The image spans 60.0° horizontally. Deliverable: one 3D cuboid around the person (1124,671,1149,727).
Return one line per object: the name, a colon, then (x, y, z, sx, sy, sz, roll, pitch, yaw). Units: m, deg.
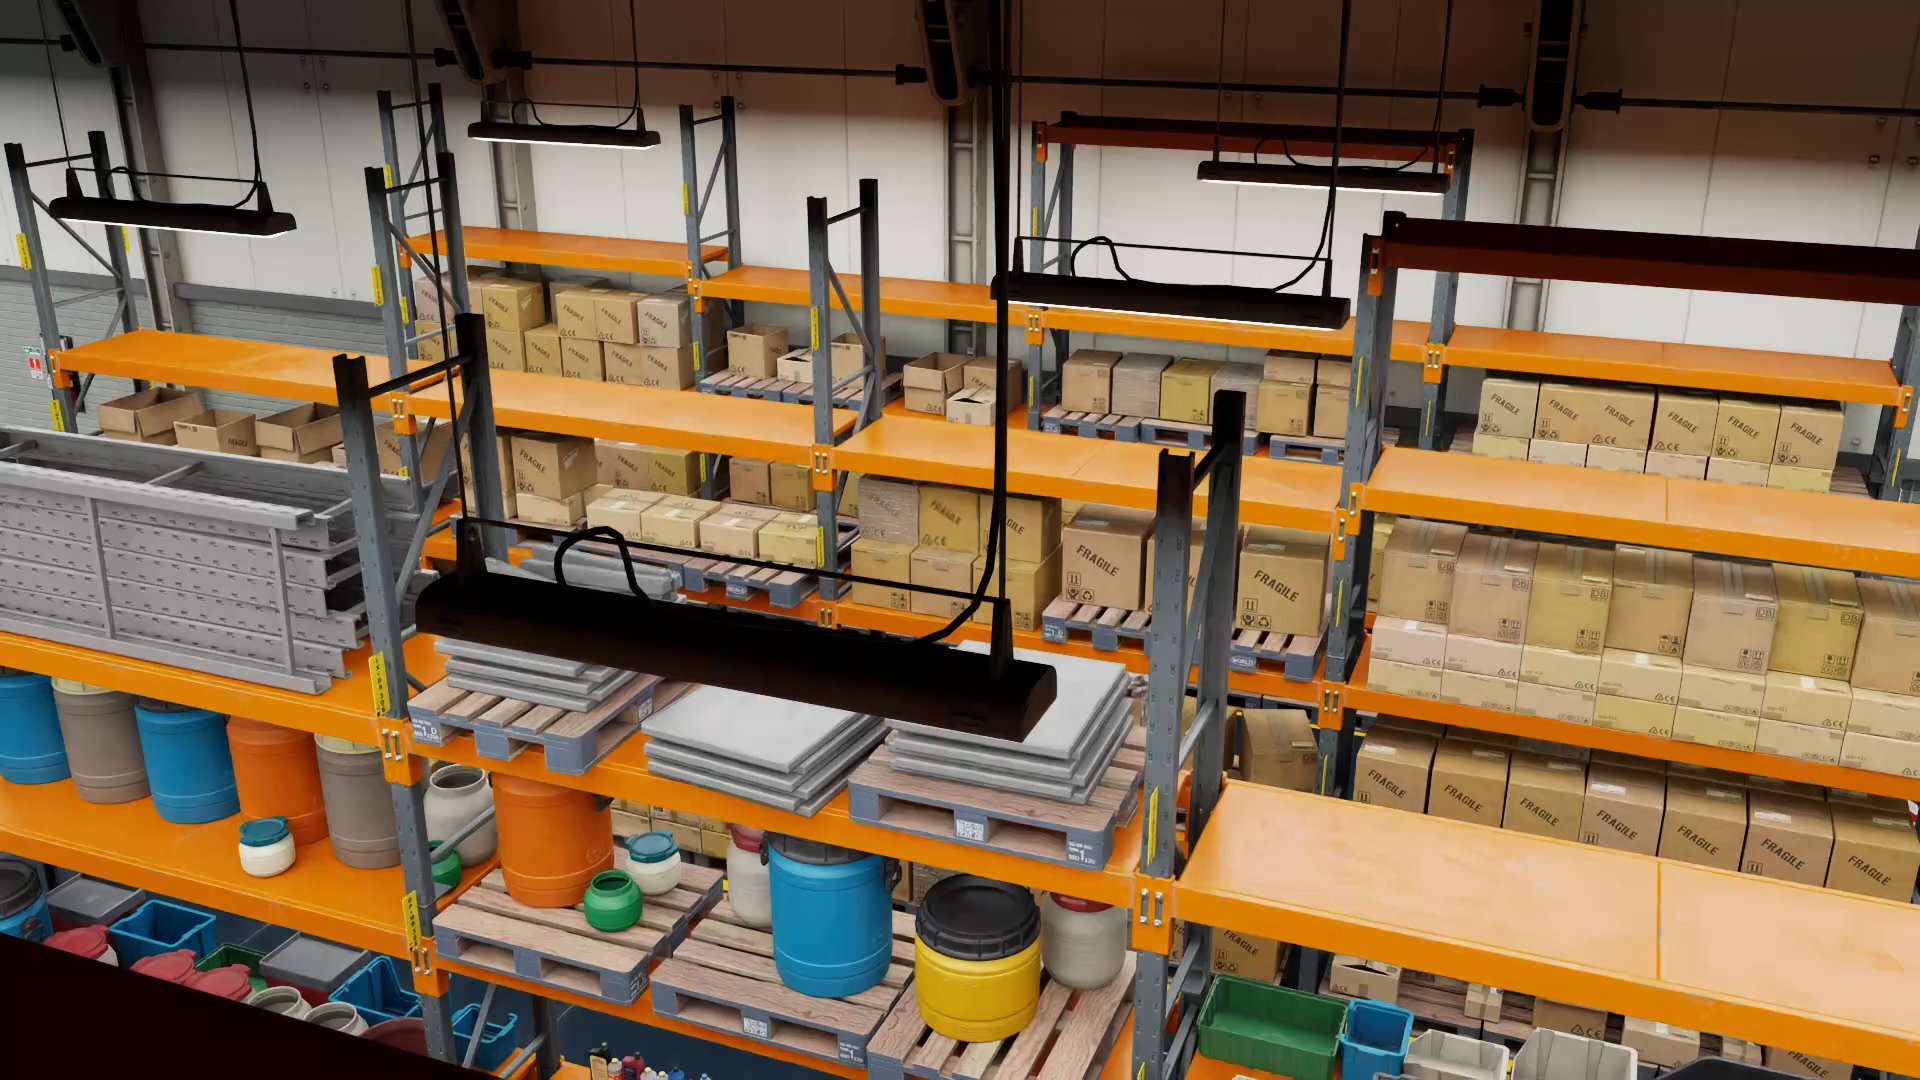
person: (1.716, 1.628, 15.763, 0.507, 1.677, 0.428, -19, 28, -40)
